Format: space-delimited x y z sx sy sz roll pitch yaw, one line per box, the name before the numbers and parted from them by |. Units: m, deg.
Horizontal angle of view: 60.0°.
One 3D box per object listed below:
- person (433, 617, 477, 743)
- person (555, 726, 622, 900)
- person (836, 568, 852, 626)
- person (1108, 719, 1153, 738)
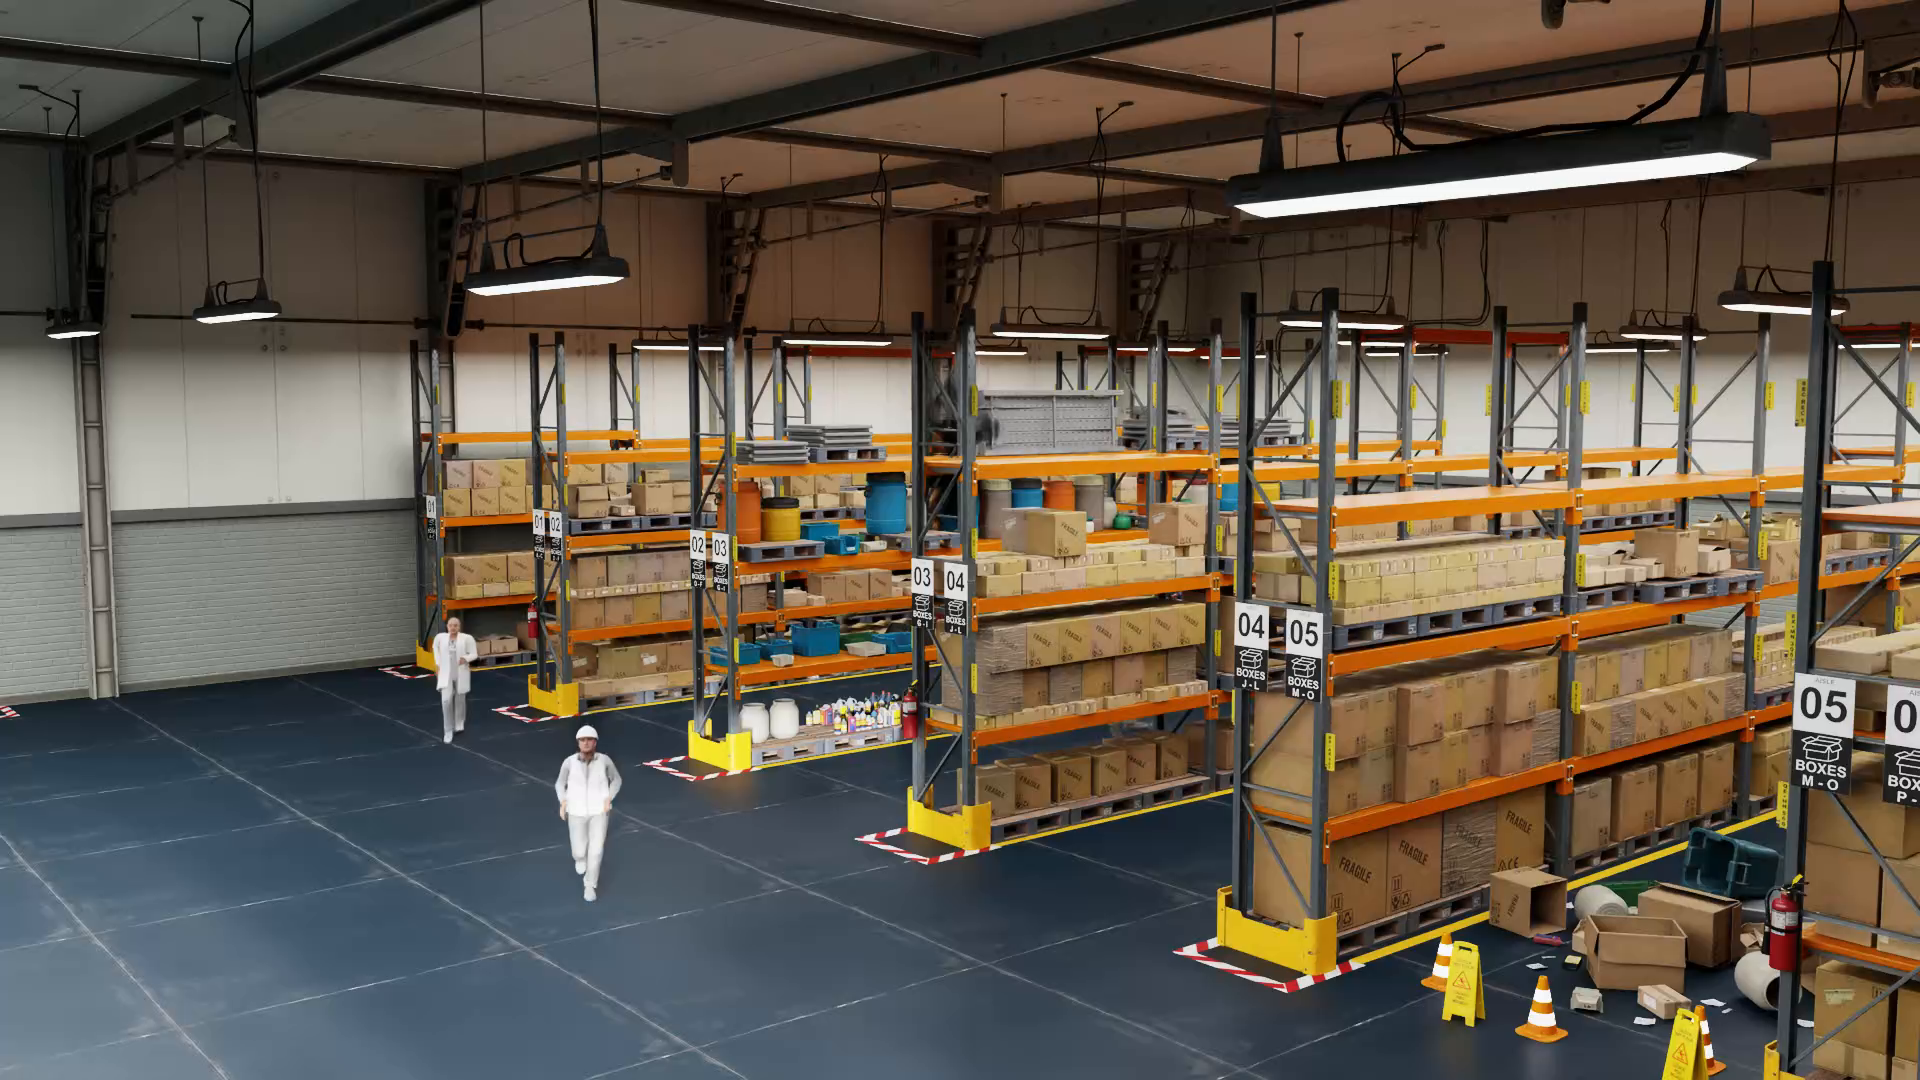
person | -7.419 2.036 24.469 0.630 1.841 0.973 -1 5 -16
person | -3.781 2.749 16.955 0.668 1.735 0.636 -1 5 -10
person | -2.240 1.360 32.102 0.949 1.646 0.630 -4 7 -39
person | 2.372 2.162 23.135 0.813 1.746 0.663 -4 7 -37
